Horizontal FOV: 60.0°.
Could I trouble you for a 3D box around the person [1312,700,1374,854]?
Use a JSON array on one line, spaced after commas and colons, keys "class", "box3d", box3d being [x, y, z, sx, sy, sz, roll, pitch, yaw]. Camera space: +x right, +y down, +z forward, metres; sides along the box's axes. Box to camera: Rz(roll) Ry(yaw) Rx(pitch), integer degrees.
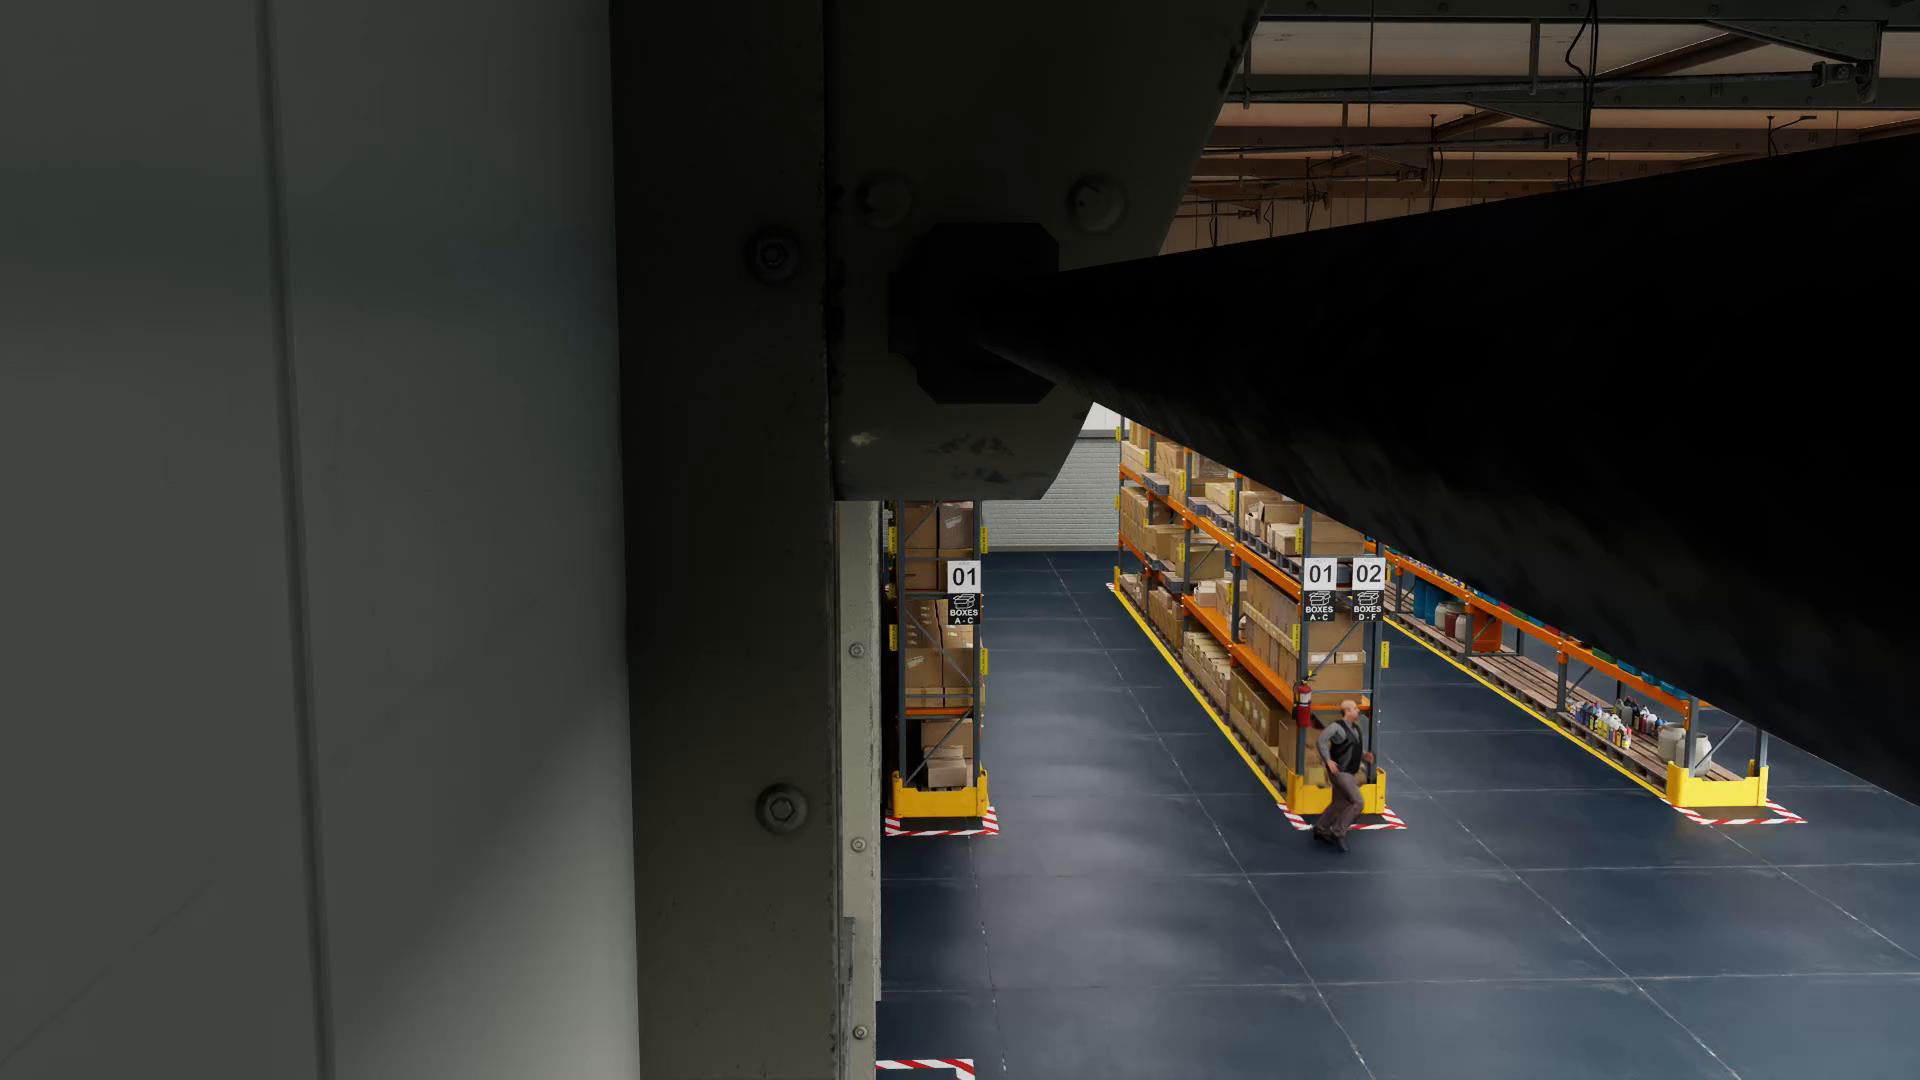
[{"class": "person", "box3d": [4.479, 2.724, 19.365, 0.677, 1.720, 0.670, 5, 10, 30]}]
